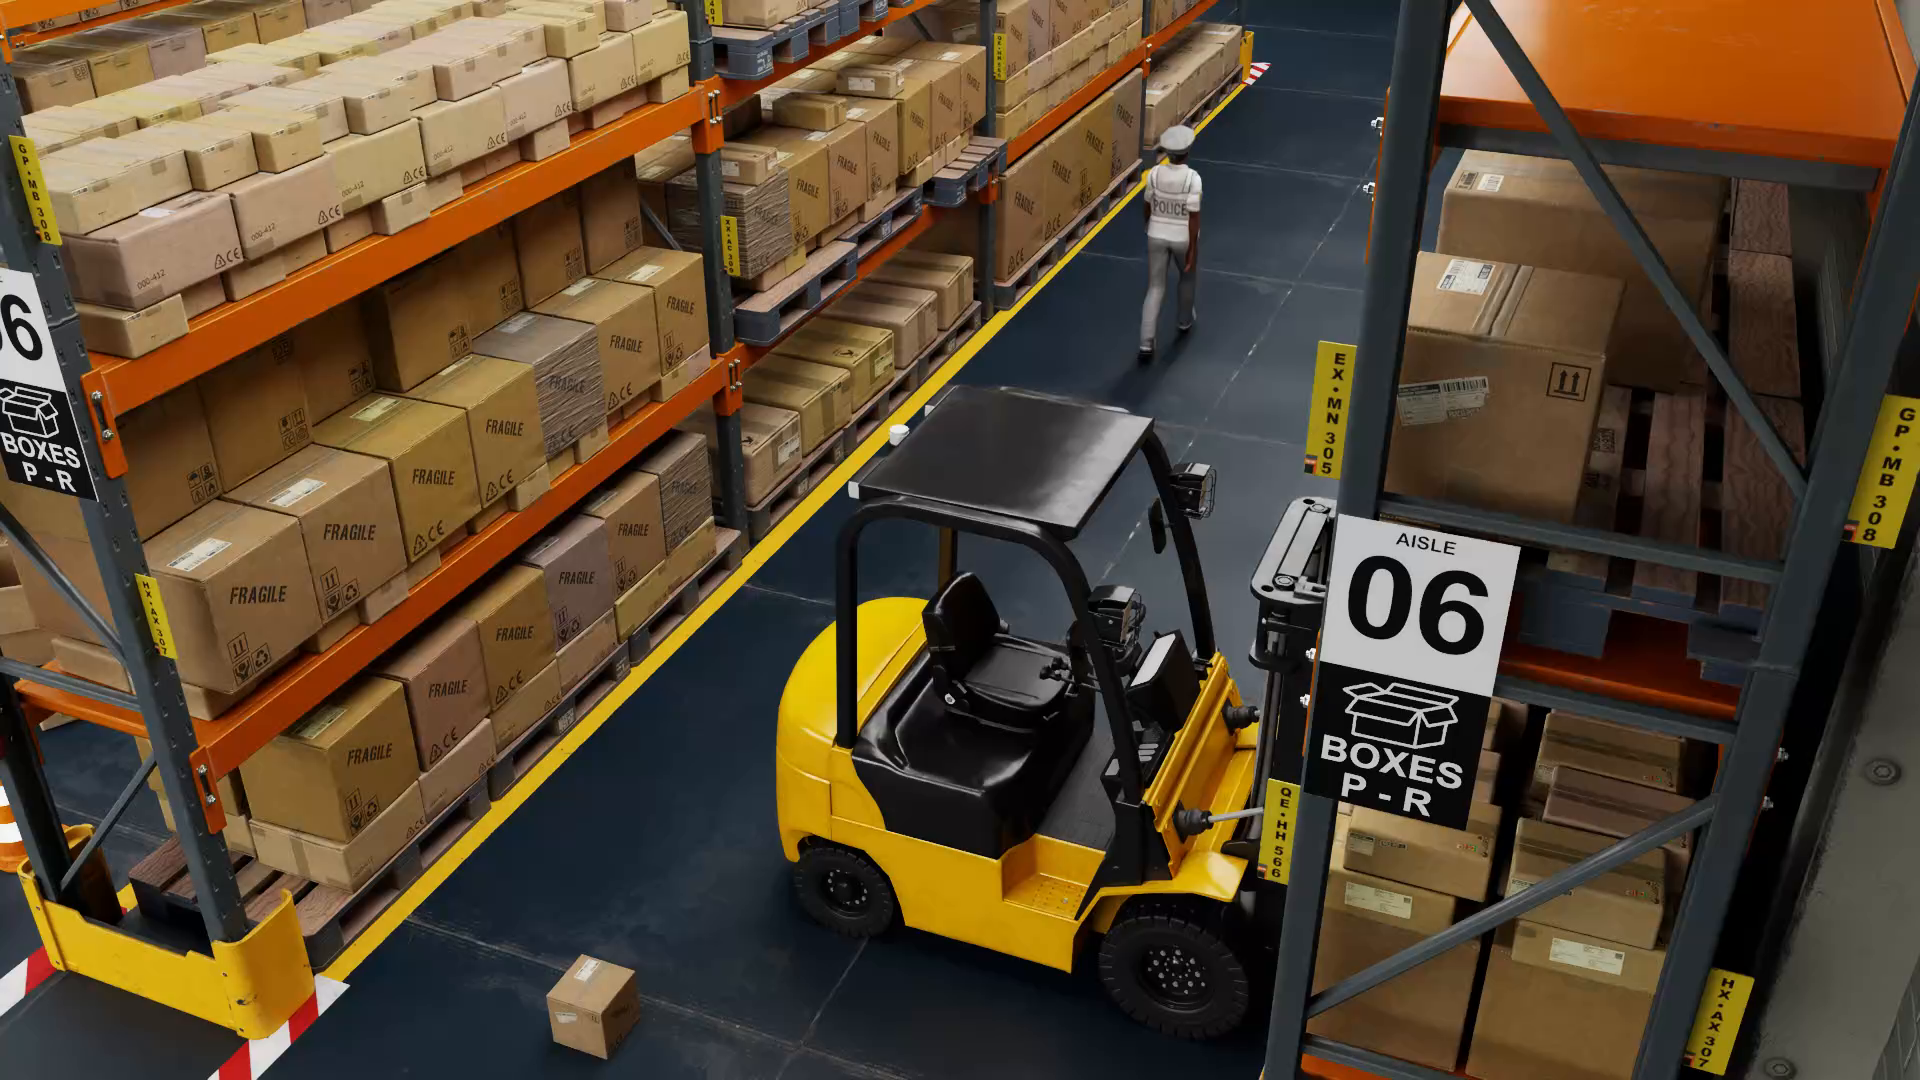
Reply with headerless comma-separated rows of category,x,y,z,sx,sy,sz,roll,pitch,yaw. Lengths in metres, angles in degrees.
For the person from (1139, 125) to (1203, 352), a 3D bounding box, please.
person,1.563,-2.255,12.290,0.457,1.638,0.977,10,31,16
